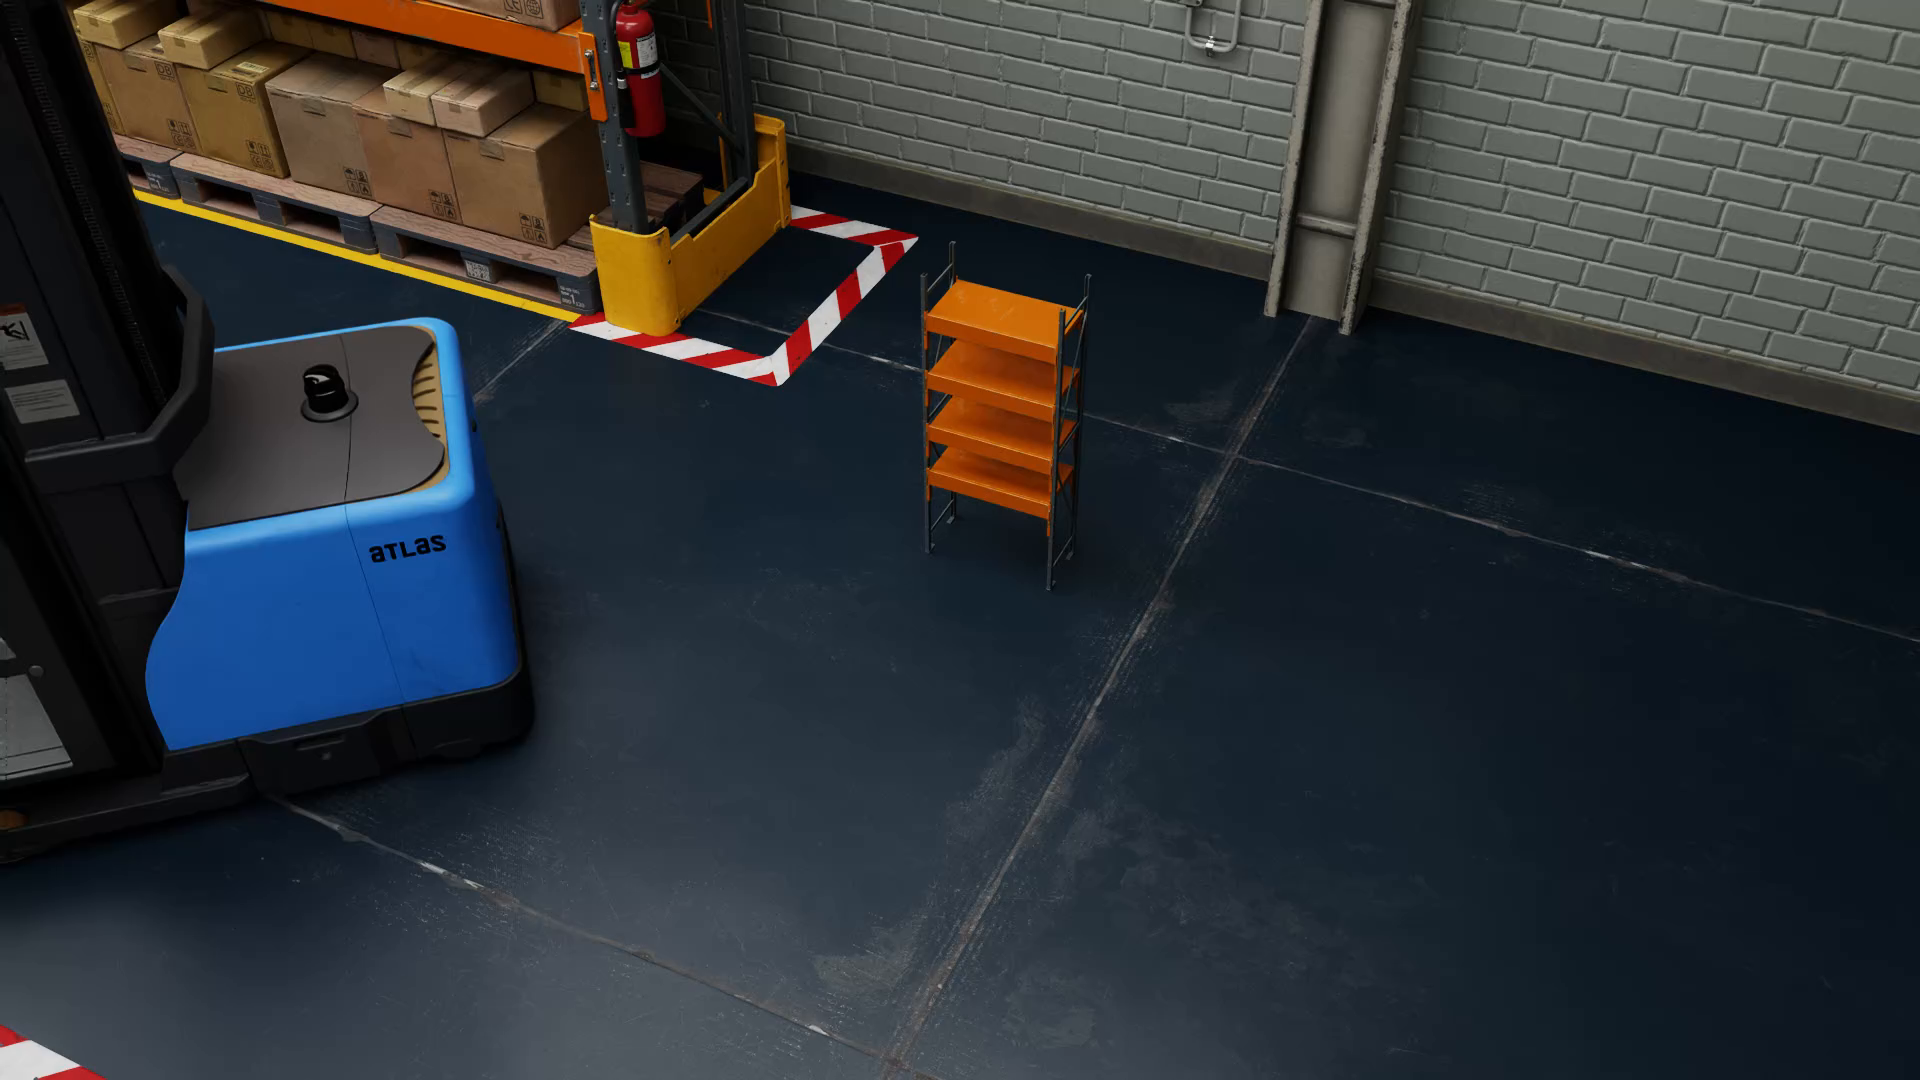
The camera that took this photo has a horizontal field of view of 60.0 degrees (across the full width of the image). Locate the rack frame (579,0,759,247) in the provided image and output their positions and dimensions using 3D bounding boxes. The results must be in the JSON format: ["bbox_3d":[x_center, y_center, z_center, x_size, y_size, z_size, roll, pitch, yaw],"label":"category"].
[{"bbox_3d":[-1.216,-2.409,6.739,0.127,3.000,1.000,17,44,19],"label":"rack frame"}]

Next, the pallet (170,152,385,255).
[{"bbox_3d":[-3.075,-1.869,8.245,1.213,0.211,1.003,17,44,19],"label":"pallet"}]

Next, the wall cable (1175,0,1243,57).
[{"bbox_3d":[0.345,-3.000,6.645,1.851,1.984,0.084,17,44,19],"label":"wall cable"}]

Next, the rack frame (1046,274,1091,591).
[{"bbox_3d":[0.371,-0.340,5.726,0.015,1.200,0.240,17,44,19],"label":"rack frame"}]

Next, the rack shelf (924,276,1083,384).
[{"bbox_3d":[0.150,-0.704,5.547,0.480,0.148,0.258,17,44,19],"label":"rack shelf"}]

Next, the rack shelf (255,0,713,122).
[{"bbox_3d":[-3.028,-2.691,7.614,4.000,0.370,1.077,17,44,19],"label":"rack shelf"}]

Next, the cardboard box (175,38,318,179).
[{"bbox_3d":[-3.288,-2.178,8.061,0.500,0.500,0.700,18,44,20],"label":"cardboard box"}]

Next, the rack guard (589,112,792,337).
[{"bbox_3d":[-1.194,-1.458,7.550,0.348,0.500,1.175,17,44,19],"label":"rack guard"}]

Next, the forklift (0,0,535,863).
[{"bbox_3d":[-2.975,-0.468,4.552,3.031,2.935,1.130,-11,42,-13],"label":"forklift"}]

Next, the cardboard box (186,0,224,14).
[{"bbox_3d":[-3.536,-2.649,8.108,0.250,0.149,0.380,16,43,17],"label":"cardboard box"}]

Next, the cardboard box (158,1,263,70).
[{"bbox_3d":[-3.500,-2.360,7.776,0.250,0.149,0.380,16,43,17],"label":"cardboard box"}]

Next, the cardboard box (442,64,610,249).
[{"bbox_3d":[-1.892,-1.757,7.575,0.500,0.500,0.700,17,44,19],"label":"cardboard box"}]

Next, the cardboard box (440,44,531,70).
[{"bbox_3d":[-2.154,-2.226,7.621,0.250,0.149,0.380,17,44,19],"label":"cardboard box"}]

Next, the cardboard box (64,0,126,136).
[{"bbox_3d":[-4.206,-2.463,8.389,0.500,0.500,0.700,18,44,19],"label":"cardboard box"}]

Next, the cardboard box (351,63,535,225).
[{"bbox_3d":[-2.346,-1.896,7.735,0.500,0.500,0.700,17,44,19],"label":"cardboard box"}]

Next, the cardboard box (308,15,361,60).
[{"bbox_3d":[-2.844,-2.437,7.864,0.250,0.149,0.380,17,44,19],"label":"cardboard box"}]

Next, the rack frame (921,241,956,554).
[{"bbox_3d":[-0.071,-0.475,5.882,0.015,1.200,0.240,17,44,19],"label":"rack frame"}]

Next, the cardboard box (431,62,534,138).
[{"bbox_3d":[-2.086,-1.930,7.279,0.250,0.149,0.380,16,44,18],"label":"cardboard box"}]

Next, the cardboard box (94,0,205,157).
[{"bbox_3d":[-3.752,-2.322,8.226,0.500,0.500,0.700,17,44,18],"label":"cardboard box"}]

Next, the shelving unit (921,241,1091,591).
[{"bbox_3d":[0.150,-0.408,5.804,0.503,1.200,0.258,17,44,19],"label":"shelving unit"}]

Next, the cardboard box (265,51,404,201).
[{"bbox_3d":[-2.802,-2.035,7.895,0.500,0.500,0.700,16,43,17],"label":"cardboard box"}]

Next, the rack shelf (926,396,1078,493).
[{"bbox_3d":[0.150,-0.357,5.848,0.480,0.148,0.258,17,44,19],"label":"rack shelf"}]

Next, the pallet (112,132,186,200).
[{"bbox_3d":[-4.185,-2.206,8.634,1.213,0.211,1.003,17,44,19],"label":"pallet"}]

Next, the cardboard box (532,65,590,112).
[{"bbox_3d":[-1.694,-2.087,7.460,0.250,0.149,0.380,17,44,19],"label":"cardboard box"}]

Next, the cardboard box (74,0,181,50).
[{"bbox_3d":[-3.973,-2.505,7.942,0.250,0.149,0.380,18,44,20],"label":"cardboard box"}]

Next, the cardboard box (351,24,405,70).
[{"bbox_3d":[-2.611,-2.366,7.782,0.250,0.149,0.380,18,44,19],"label":"cardboard box"}]

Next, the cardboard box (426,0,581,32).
[{"bbox_3d":[-1.682,-2.658,6.797,0.700,0.700,0.980,19,44,21],"label":"cardboard box"}]

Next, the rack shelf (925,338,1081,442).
[{"bbox_3d":[0.150,-0.526,5.702,0.480,0.148,0.258,17,44,19],"label":"rack shelf"}]

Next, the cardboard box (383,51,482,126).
[{"bbox_3d":[-2.318,-2.000,7.360,0.250,0.149,0.380,18,44,20],"label":"cardboard box"}]

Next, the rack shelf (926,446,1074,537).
[{"bbox_3d":[0.150,-0.207,5.978,0.480,0.148,0.258,17,44,19],"label":"rack shelf"}]

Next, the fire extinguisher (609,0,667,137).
[{"bbox_3d":[-1.274,-1.923,6.522,0.183,0.674,0.296,17,44,19],"label":"fire extinguisher"}]

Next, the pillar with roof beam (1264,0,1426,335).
[{"bbox_3d":[-0.223,-1.886,1.556,0.400,9.000,9.100,17,44,19],"label":"pillar with roof beam"}]

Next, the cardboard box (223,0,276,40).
[{"bbox_3d":[-3.308,-2.578,8.027,0.250,0.149,0.380,17,44,19],"label":"cardboard box"}]

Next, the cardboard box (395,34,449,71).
[{"bbox_3d":[-2.380,-2.296,7.701,0.250,0.149,0.380,17,44,19],"label":"cardboard box"}]

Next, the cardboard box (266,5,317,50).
[{"bbox_3d":[-3.073,-2.507,7.945,0.250,0.149,0.380,16,43,18],"label":"cardboard box"}]

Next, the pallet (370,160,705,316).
[{"bbox_3d":[-1.973,-1.530,7.854,1.213,0.211,1.003,17,44,19],"label":"pallet"}]
